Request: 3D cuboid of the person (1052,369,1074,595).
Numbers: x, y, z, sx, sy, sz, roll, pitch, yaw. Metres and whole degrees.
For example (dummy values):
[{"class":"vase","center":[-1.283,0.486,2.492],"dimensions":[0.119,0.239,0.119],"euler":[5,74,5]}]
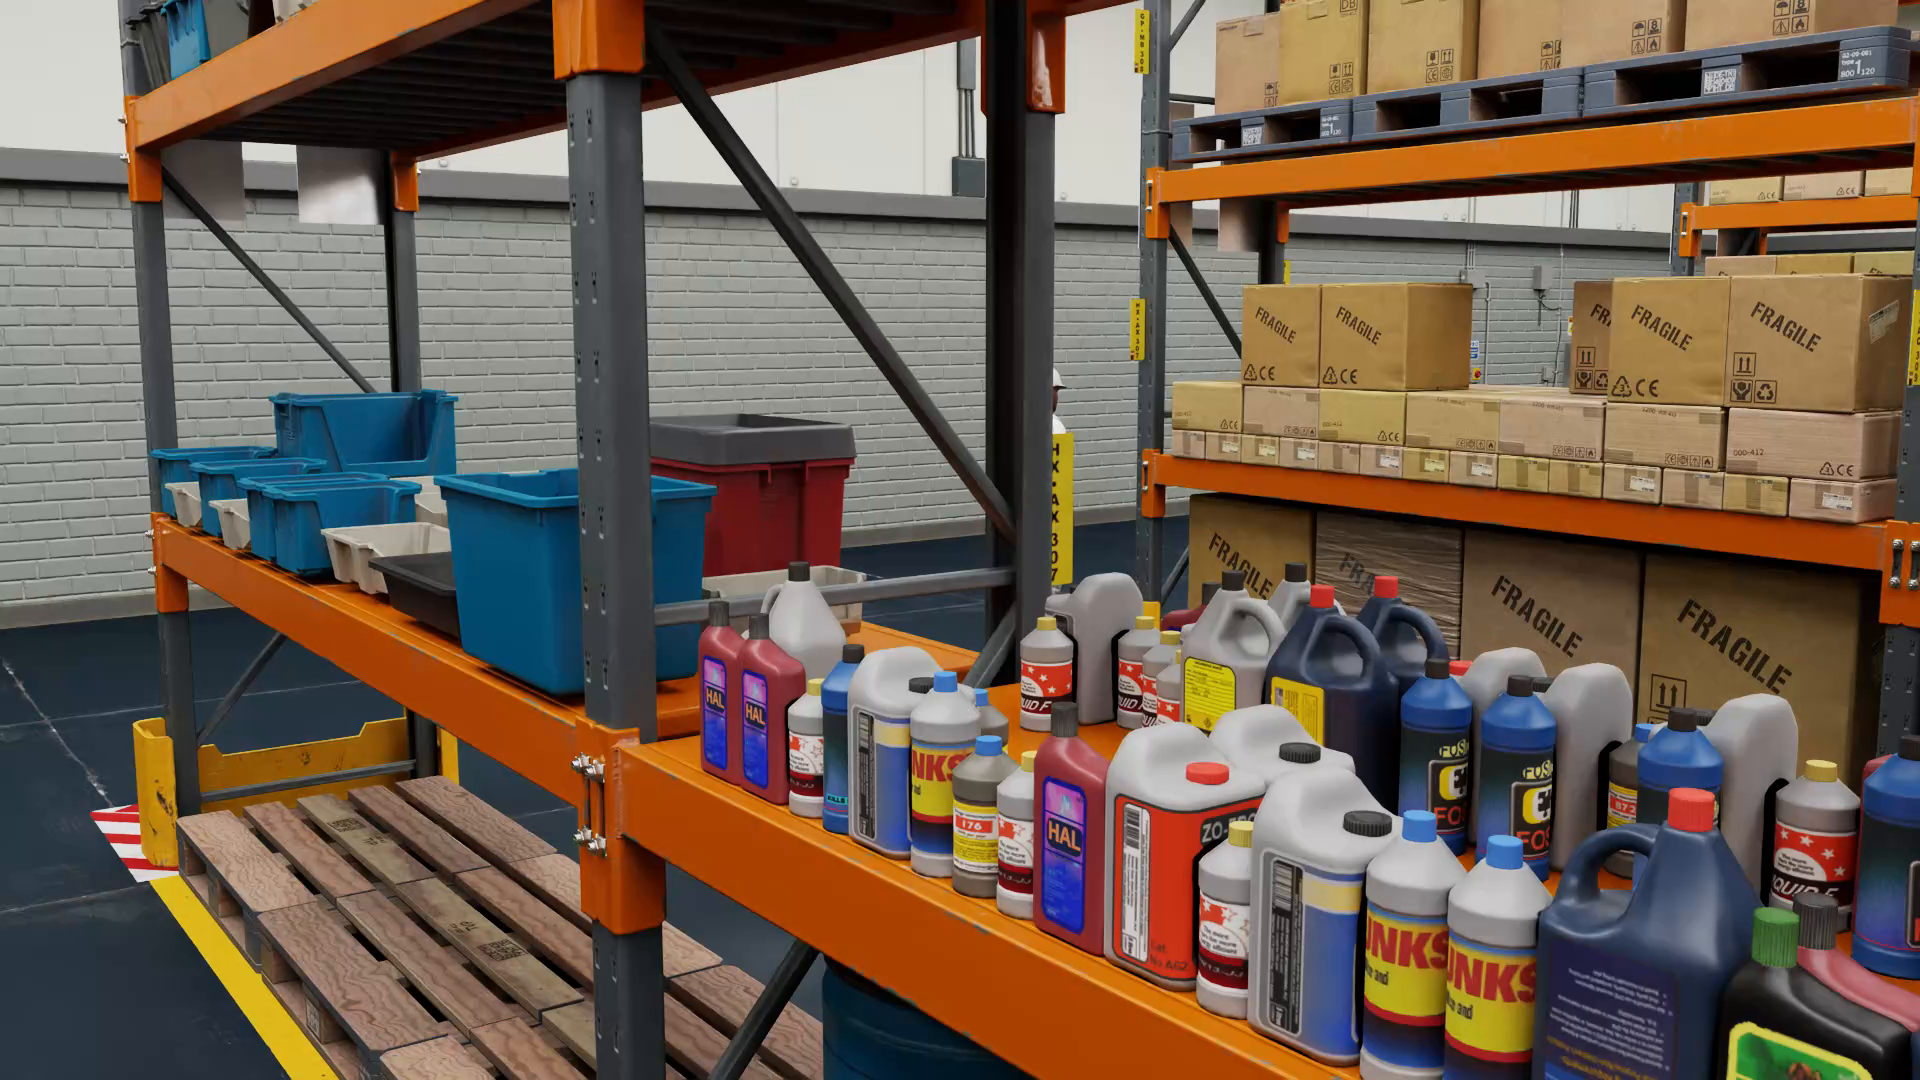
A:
[{"class":"person","center":[0.461,-0.181,10.074],"dimensions":[0.462,1.759,0.632],"euler":[-5,9,-34]}]
